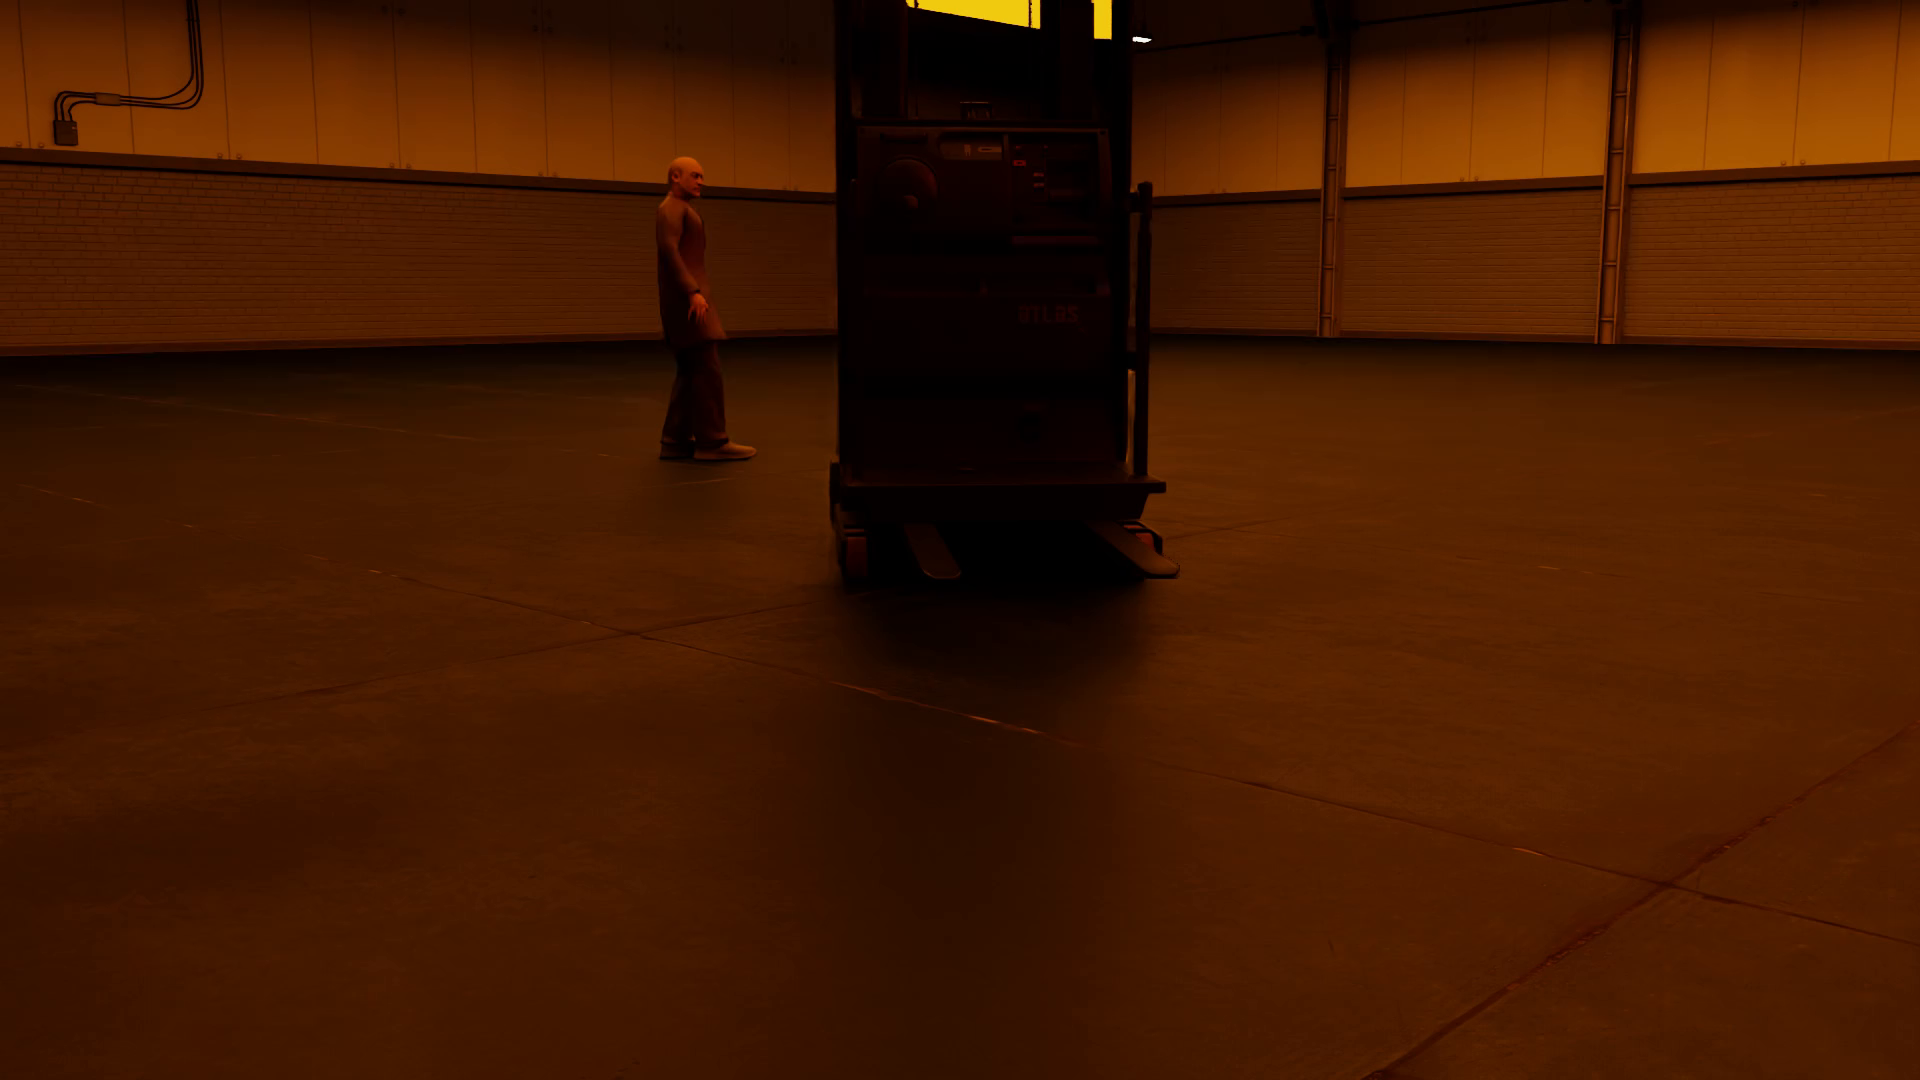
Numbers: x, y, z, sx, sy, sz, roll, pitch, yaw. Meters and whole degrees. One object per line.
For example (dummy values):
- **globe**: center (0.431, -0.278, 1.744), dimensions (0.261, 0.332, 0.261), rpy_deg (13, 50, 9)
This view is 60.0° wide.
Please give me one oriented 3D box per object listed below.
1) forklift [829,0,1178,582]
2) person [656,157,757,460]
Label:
- **forklift**: center (0.111, -1.353, 5.859), dimensions (1.130, 2.935, 3.031), rpy_deg (-1, 9, -6)
- **person**: center (-1.532, -1.374, 9.891), dimensions (0.562, 1.773, 0.761), rpy_deg (-2, 9, -16)
